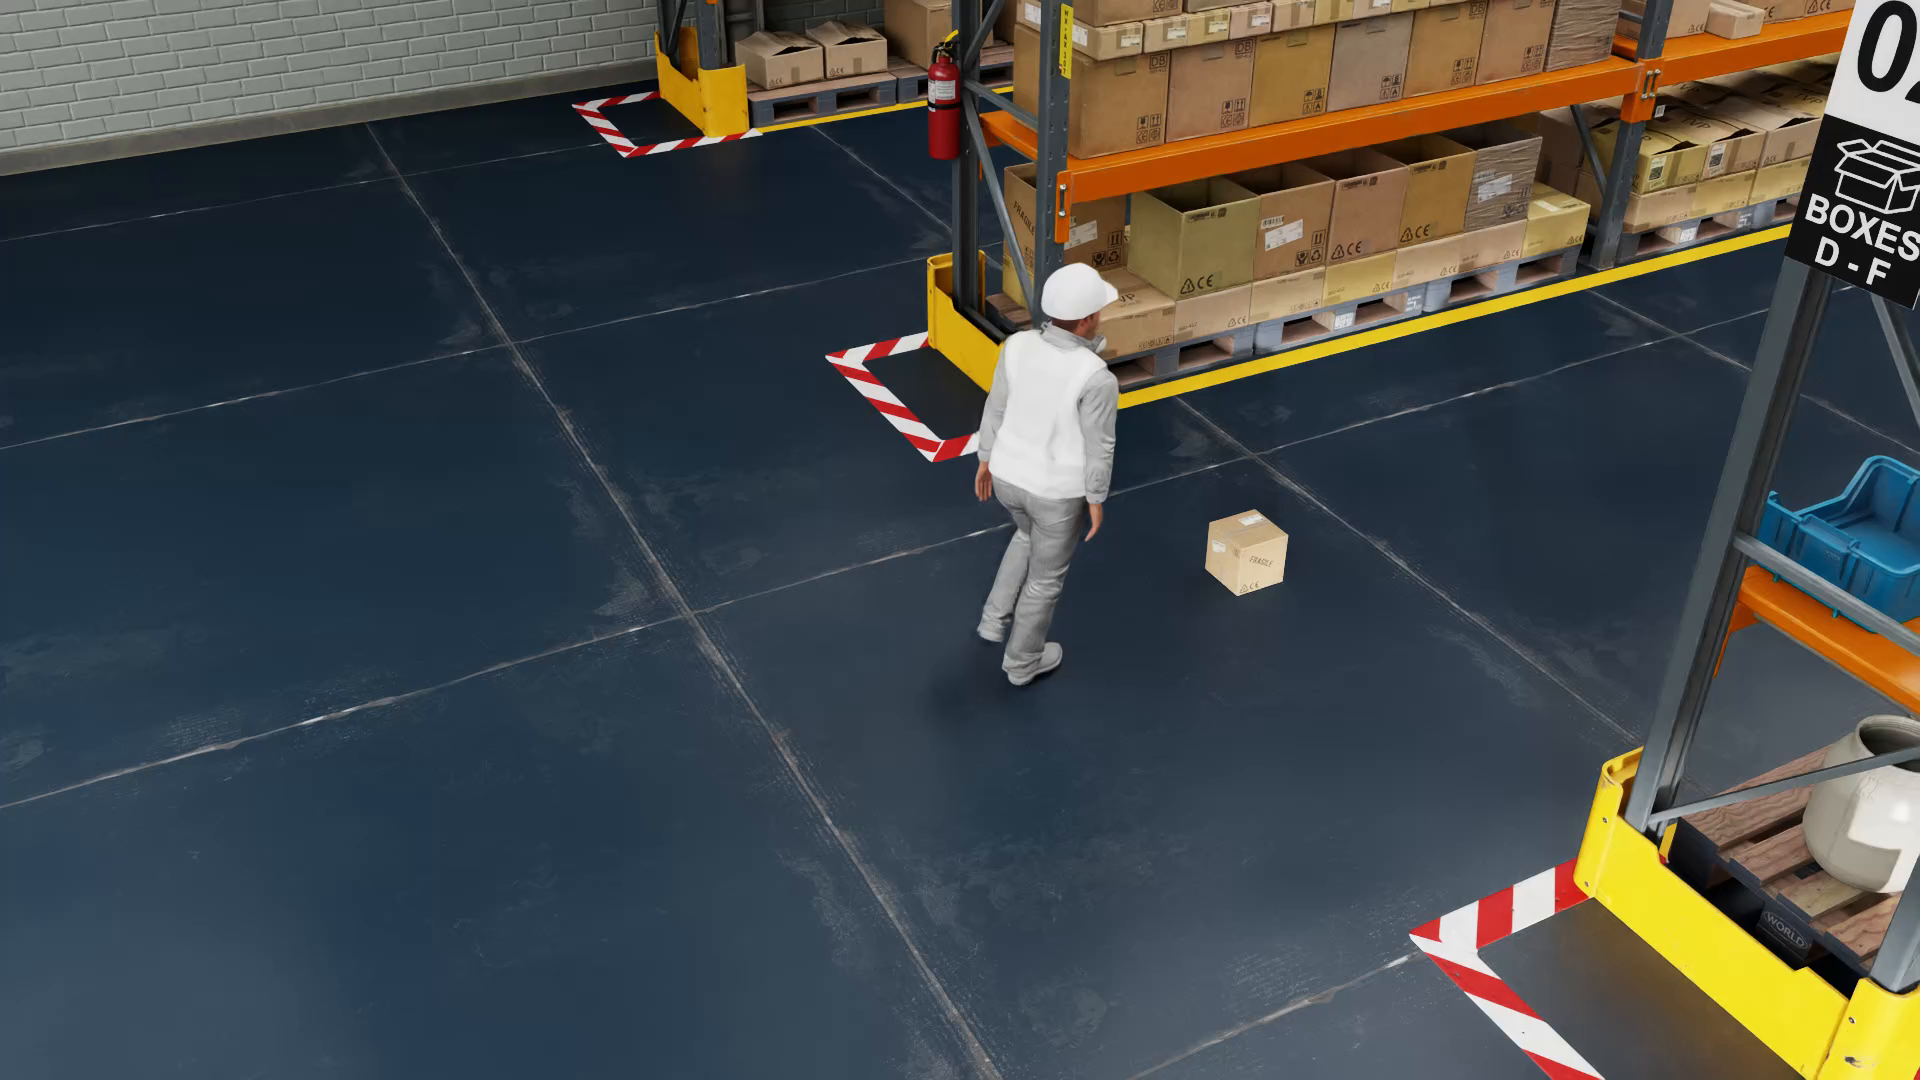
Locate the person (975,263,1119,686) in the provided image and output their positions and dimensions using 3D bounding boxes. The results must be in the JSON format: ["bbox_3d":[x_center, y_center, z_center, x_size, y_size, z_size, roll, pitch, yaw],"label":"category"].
[{"bbox_3d":[0.348,-0.237,6.456,0.566,1.762,0.476,25,41,34],"label":"person"}]
